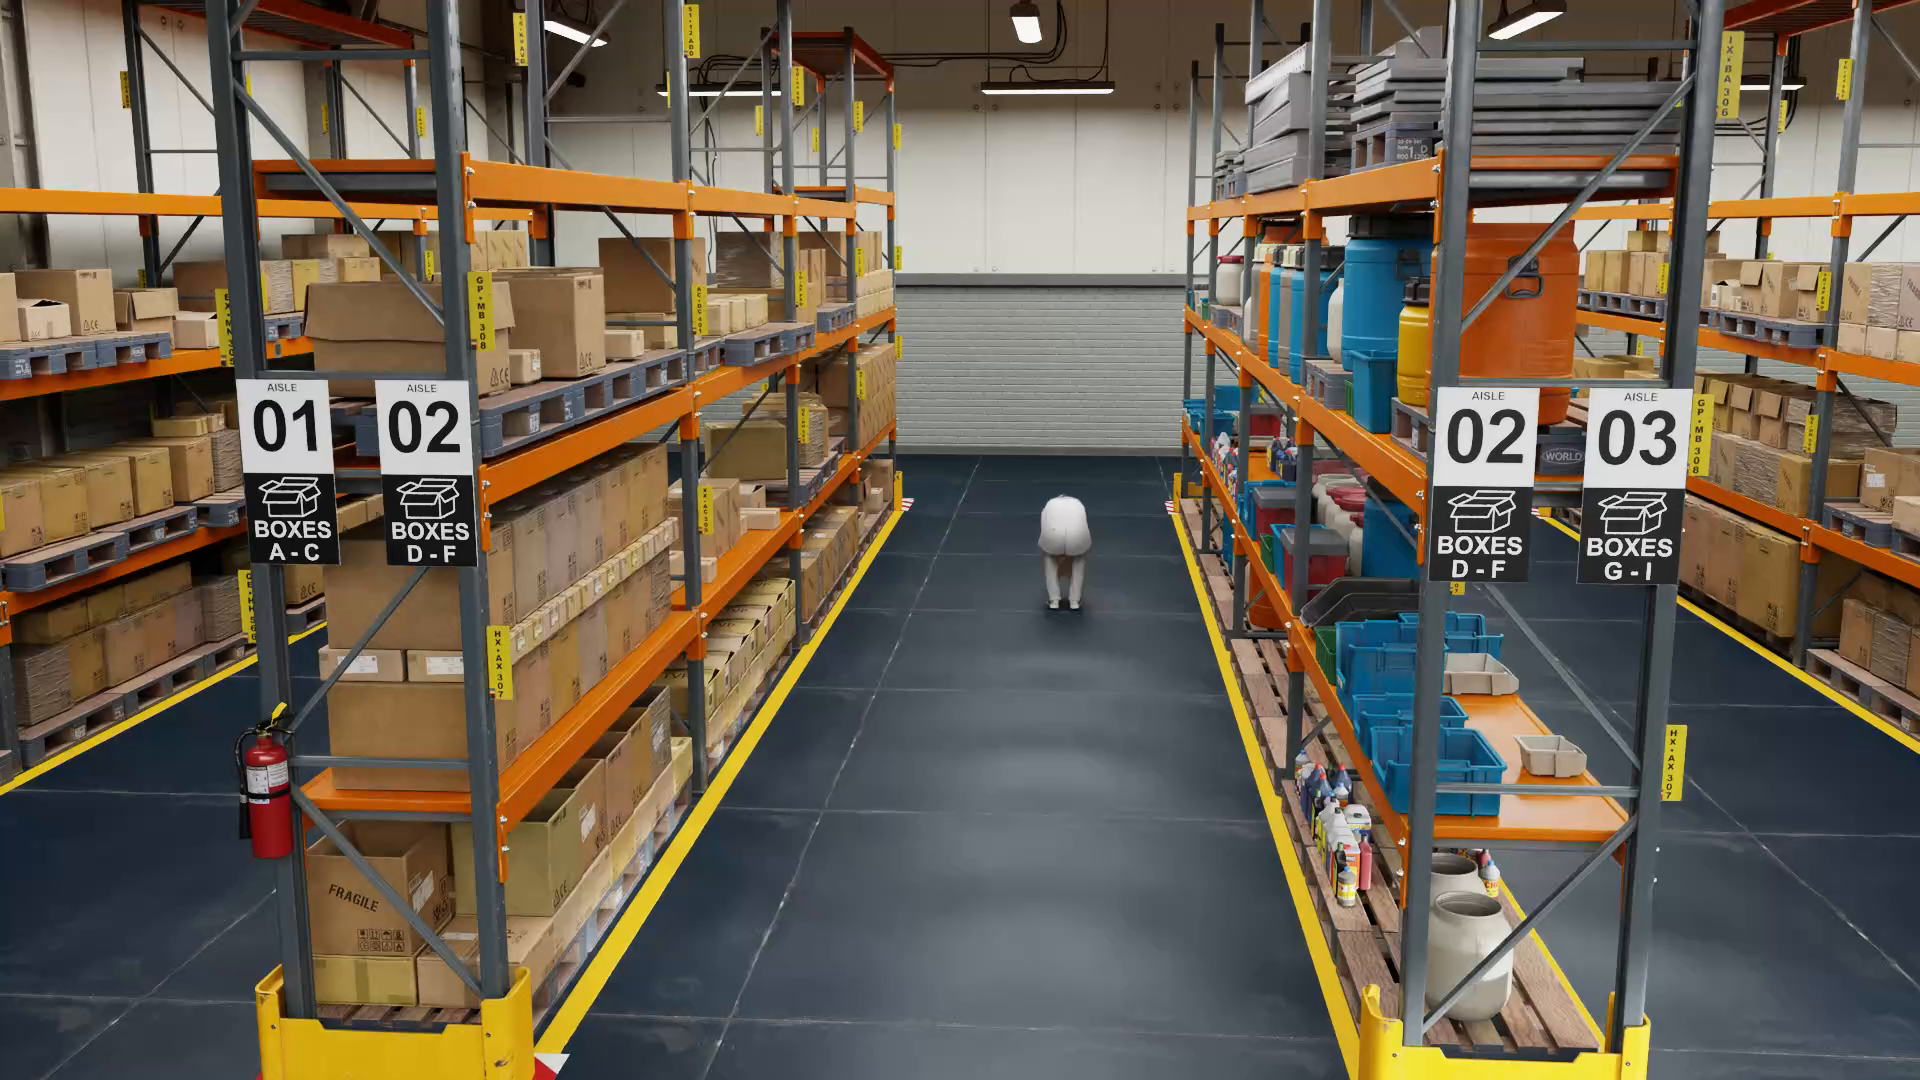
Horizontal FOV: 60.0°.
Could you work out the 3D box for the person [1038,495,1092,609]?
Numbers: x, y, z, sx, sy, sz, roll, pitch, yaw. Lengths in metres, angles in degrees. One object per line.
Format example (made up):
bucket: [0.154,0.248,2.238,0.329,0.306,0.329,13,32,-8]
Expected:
person: [1.079,0.100,17.203,0.559,1.127,0.950,0,11,2]
